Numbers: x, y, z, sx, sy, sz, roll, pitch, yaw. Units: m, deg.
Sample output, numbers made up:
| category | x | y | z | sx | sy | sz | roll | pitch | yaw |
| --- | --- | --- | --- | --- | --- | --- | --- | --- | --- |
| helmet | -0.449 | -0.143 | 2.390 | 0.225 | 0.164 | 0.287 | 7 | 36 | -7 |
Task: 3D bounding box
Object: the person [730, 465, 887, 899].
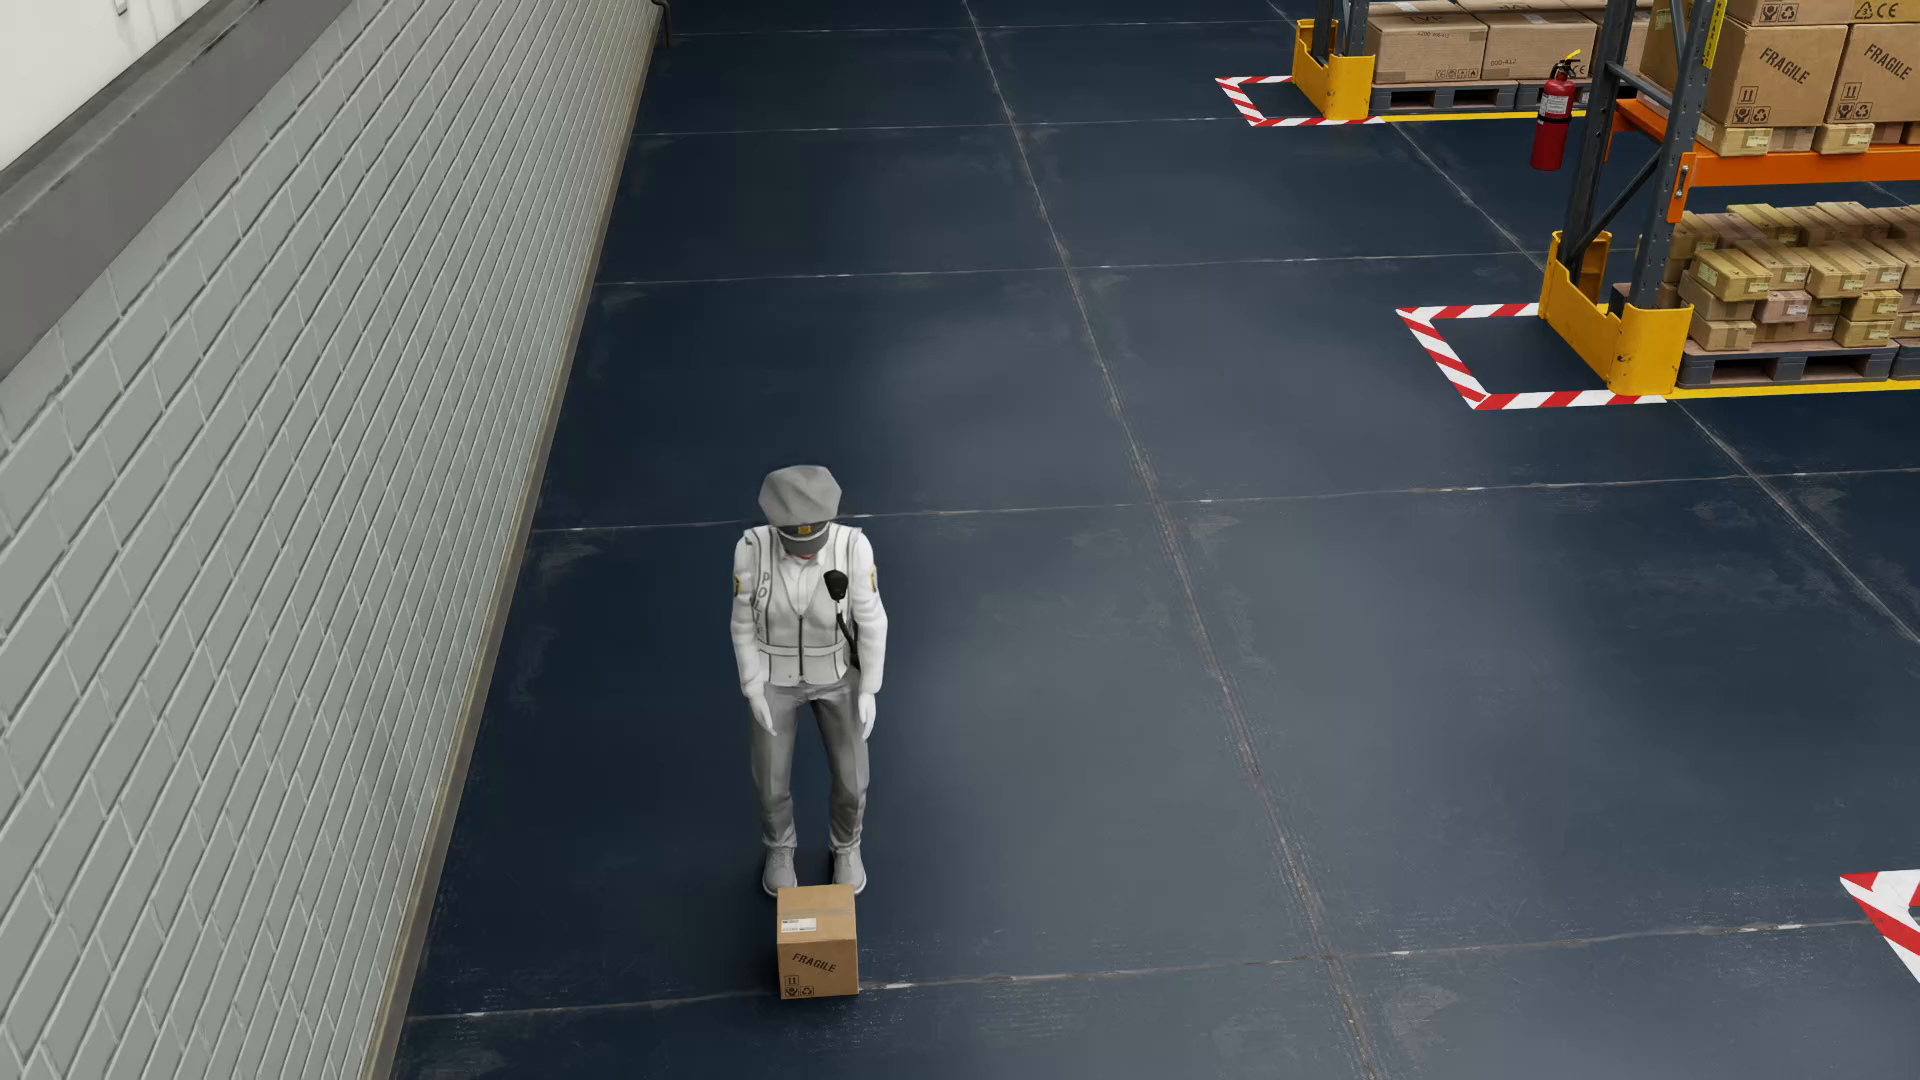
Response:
| category | x | y | z | sx | sy | sz | roll | pitch | yaw |
| --- | --- | --- | --- | --- | --- | --- | --- | --- | --- |
| person | -0.480 | 0.475 | 5.401 | 0.500 | 1.626 | 0.446 | -2 | 31 | -3 |
